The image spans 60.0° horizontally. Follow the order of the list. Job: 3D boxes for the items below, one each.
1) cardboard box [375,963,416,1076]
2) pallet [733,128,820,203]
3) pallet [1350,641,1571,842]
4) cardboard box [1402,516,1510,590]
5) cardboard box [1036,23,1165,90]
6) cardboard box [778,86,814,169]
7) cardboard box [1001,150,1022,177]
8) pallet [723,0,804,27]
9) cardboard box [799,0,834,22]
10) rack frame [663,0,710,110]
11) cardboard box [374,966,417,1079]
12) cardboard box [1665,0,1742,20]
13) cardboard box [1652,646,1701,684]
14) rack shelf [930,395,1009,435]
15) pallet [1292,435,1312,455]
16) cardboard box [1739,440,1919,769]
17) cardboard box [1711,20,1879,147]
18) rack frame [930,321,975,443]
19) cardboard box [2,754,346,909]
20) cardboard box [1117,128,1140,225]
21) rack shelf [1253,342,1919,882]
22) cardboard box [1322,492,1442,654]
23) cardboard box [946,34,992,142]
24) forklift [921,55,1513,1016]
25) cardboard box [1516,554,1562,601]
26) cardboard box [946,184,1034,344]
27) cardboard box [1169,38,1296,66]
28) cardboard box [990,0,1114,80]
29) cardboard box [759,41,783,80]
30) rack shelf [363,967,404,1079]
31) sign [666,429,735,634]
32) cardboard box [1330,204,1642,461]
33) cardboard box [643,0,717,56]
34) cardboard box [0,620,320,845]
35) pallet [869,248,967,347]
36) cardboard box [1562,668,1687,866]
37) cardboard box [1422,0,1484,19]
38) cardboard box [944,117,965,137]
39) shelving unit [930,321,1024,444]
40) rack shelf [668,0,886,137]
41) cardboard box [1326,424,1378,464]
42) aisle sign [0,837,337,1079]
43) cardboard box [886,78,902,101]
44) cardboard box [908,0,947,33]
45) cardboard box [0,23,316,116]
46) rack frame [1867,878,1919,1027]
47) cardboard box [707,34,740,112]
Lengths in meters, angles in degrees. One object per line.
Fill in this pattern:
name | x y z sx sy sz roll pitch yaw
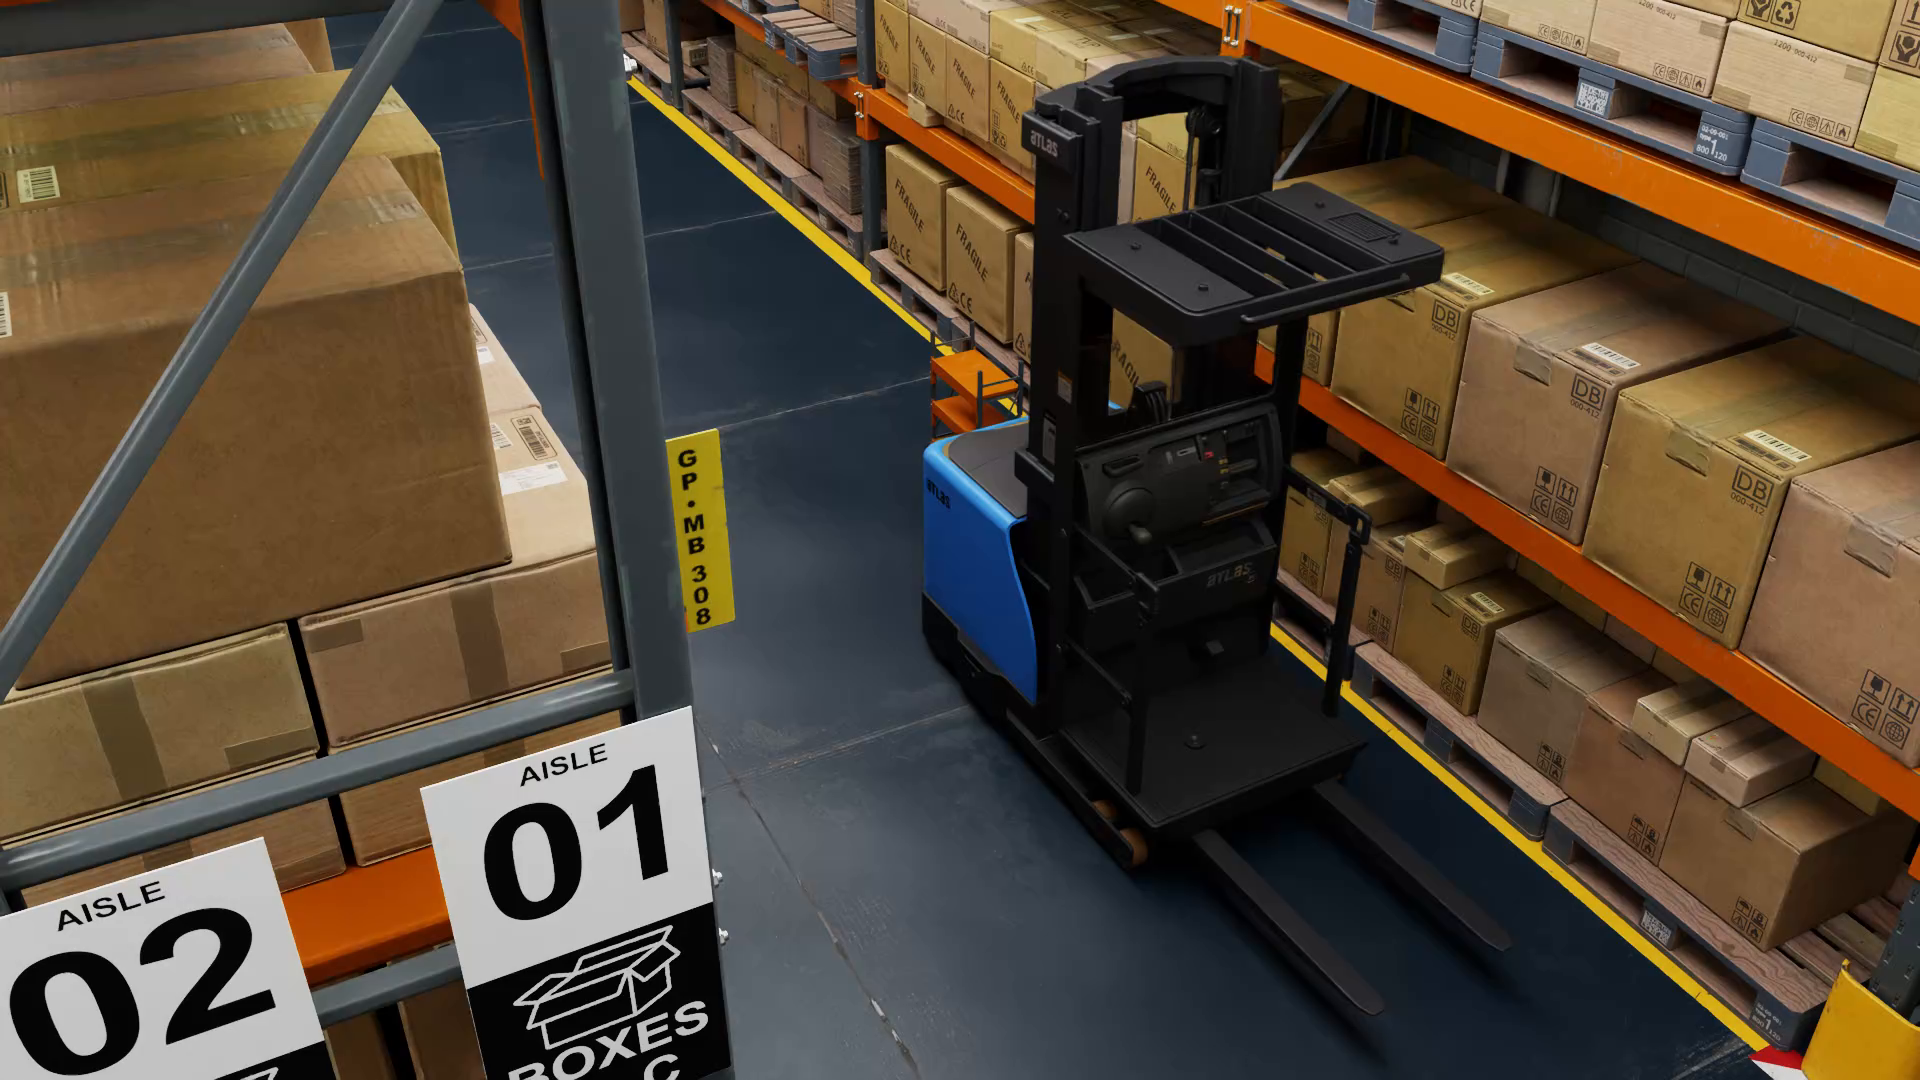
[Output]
cardboard box | -1.086 0.773 3.743 0.500 0.500 0.500 -15 36 -23
pallet | -1.139 -3.084 13.368 1.003 0.211 1.213 -16 36 -23
pallet | 2.512 0.745 7.392 1.003 0.211 1.213 -16 36 -23
cardboard box | 2.153 0.049 7.220 0.380 0.149 0.250 -17 36 -24
cardboard box | 0.742 -2.535 8.844 0.500 0.250 0.500 -15 36 -22
cardboard box | -0.987 -3.272 12.986 0.700 0.500 0.500 -16 36 -23
cardboard box | 0.462 -2.262 9.714 0.380 0.149 0.250 -16 36 -23
pallet | -1.170 -4.157 12.636 1.003 0.211 1.213 -16 36 -23
cardboard box | -0.724 -4.013 11.732 0.700 0.500 0.500 -19 37 -28
rack frame | -2.076 -5.213 14.106 1.000 3.000 0.127 -16 36 -23
cardboard box | -1.081 1.197 4.009 0.500 0.500 0.500 -16 36 -24
cardboard box | 2.462 -1.989 5.256 0.500 0.500 0.500 -18 37 -25
cardboard box | 2.986 0.456 6.584 0.380 0.149 0.250 -16 36 -23
rack shelf | 0.077 -0.558 8.219 0.258 0.148 0.480 -16 36 -23
pallet | 1.227 -0.570 9.444 1.003 0.211 1.213 -16 36 -23
cardboard box | 3.272 0.147 5.462 0.980 0.700 0.700 -14 35 -21
cardboard box | 2.699 -1.435 5.086 0.500 0.250 0.500 -17 36 -25
rack frame | -0.037 -0.543 8.485 0.240 1.200 0.015 -16 36 -23
cardboard box | -1.335 0.383 2.730 0.500 0.250 0.500 -16 36 -23
cardboard box | 0.969 -1.968 8.655 0.500 0.500 0.500 -16 36 -23
rack shelf | 2.586 -0.137 6.851 1.077 0.370 4.000 -16 36 -23
cardboard box | 2.143 0.104 7.735 0.700 0.500 0.500 -16 36 -24
cardboard box | 0.255 -2.694 9.787 0.500 0.500 0.500 -16 36 -23
forklift | 0.980 -0.197 6.340 1.130 2.935 3.031 -17 36 -24
cardboard box | 2.629 0.092 7.153 0.380 0.149 0.250 -17 36 -24
cardboard box | 0.418 -1.772 10.338 0.750 0.750 0.750 -16 36 -23
cardboard box | 1.420 -2.419 8.663 0.500 0.250 0.500 -15 36 -23
cardboard box | 0.504 -2.778 9.223 0.500 0.250 0.500 -17 36 -24
cardboard box | -1.264 -3.857 13.204 0.500 0.250 0.500 -17 36 -24
rack shelf | -1.794 1.110 4.903 1.077 0.370 4.000 -16 36 -23
sign | -0.382 -0.006 2.387 0.100 0.325 0.005 -16 36 -23
cardboard box | 2.228 -0.908 7.109 0.980 0.700 0.700 -17 36 -24
cardboard box | -2.596 -4.831 15.419 0.500 0.500 0.500 -19 37 -27
cardboard box | -1.327 0.171 2.598 0.500 0.250 0.500 -16 36 -23
pallet | 0.090 -1.734 11.261 1.003 0.211 1.213 -16 36 -23
cardboard box | 2.871 0.842 6.583 0.700 0.500 0.500 -16 36 -23
cardboard box | 1.968 -2.171 6.234 0.500 0.250 0.500 -17 36 -24
cardboard box | 0.122 -2.631 10.291 0.380 0.149 0.250 -16 36 -24
shelving unit | 0.077 -0.426 8.303 0.258 1.200 0.503 -16 36 -23
rack shelf | -1.144 -3.955 12.810 1.077 0.370 4.000 -16 36 -23
cardboard box | 2.020 -0.529 8.121 0.380 0.149 0.250 -16 36 -23
aisle sign | -1.101 0.777 2.347 0.394 0.787 0.004 -16 36 -23
cardboard box | -0.263 -2.991 10.852 0.380 0.149 0.250 -16 36 -24
cardboard box | 0.024 -3.257 9.972 0.500 0.250 0.500 -16 36 -24
cardboard box | -1.602 -0.677 3.226 0.700 0.500 0.500 -16 36 -23
rack frame | 3.519 0.514 5.167 1.000 3.000 0.127 -16 36 -23
cardboard box | -1.718 -3.998 14.119 0.700 0.500 0.500 -15 35 -22
